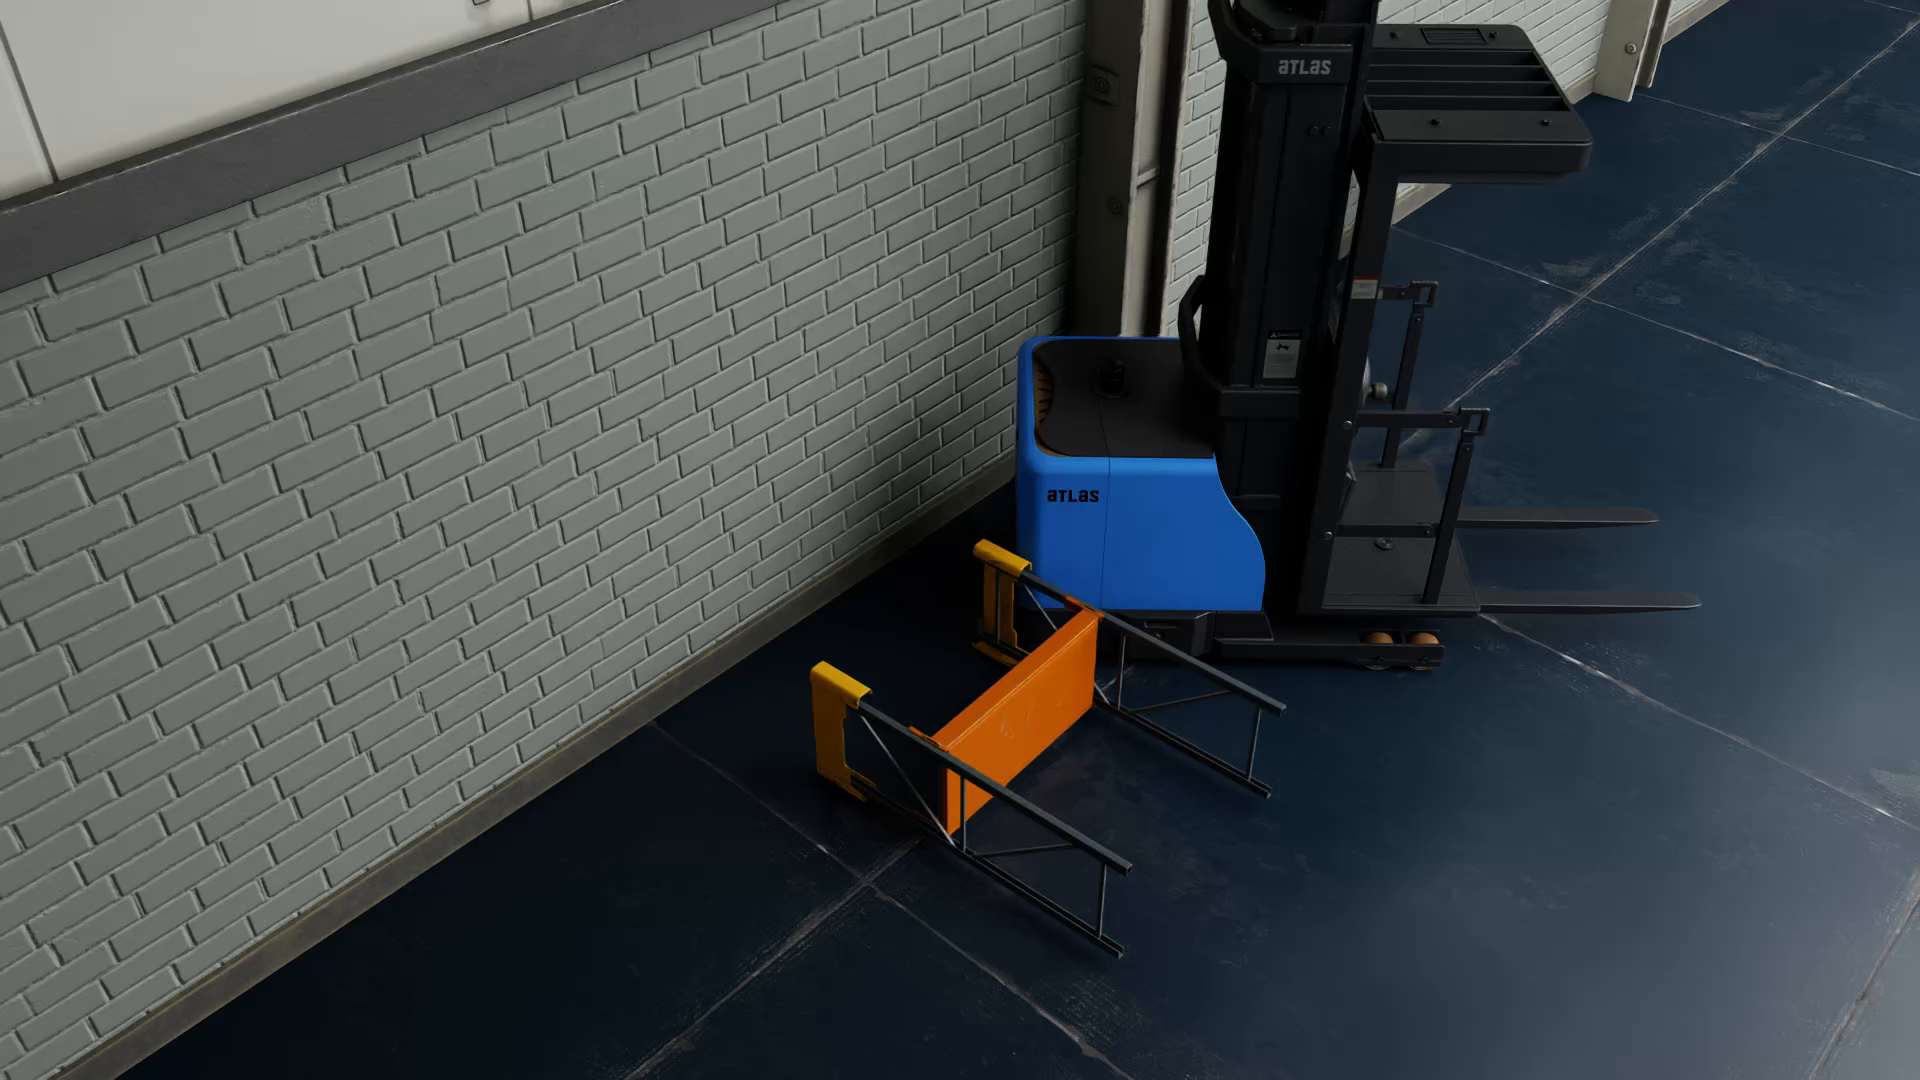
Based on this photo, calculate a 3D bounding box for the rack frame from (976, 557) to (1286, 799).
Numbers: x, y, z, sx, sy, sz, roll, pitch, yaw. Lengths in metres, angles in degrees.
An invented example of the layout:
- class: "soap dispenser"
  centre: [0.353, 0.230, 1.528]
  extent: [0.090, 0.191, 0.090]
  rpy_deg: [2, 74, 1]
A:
- class: "rack frame"
  centre: [0.659, 0.535, 6.869]
  extent: [1.500, 0.500, 0.032]
  rpy_deg: [27, 46, 30]

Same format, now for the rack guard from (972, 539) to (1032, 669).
- class: "rack guard"
  centre: [0.178, 0.286, 7.181]
  extent: [0.250, 0.587, 0.087]
  rpy_deg: [27, 46, 30]

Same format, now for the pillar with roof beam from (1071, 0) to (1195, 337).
- class: "pillar with roof beam"
  centre: [3.974, -2.276, 3.666]
  extent: [9.100, 9.000, 0.400]
  rpy_deg: [30, 47, 32]

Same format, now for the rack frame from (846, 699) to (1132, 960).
- class: "rack frame"
  centre: [0.008, 1.021, 6.257]
  extent: [1.500, 0.500, 0.032]
  rpy_deg: [27, 46, 30]

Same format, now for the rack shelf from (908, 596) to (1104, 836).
- class: "rack shelf"
  centre: [0.195, 0.706, 6.653]
  extent: [0.185, 0.538, 1.000]
  rpy_deg: [27, 46, 30]

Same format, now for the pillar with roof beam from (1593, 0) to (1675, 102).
- class: "pillar with roof beam"
  centre: [8.022, -5.033, 7.133]
  extent: [9.100, 9.000, 0.400]
  rpy_deg: [30, 47, 32]

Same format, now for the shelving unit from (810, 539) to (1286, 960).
- class: "shelving unit"
  centre: [0.339, 0.773, 6.569]
  extent: [1.500, 0.587, 1.083]
  rpy_deg: [27, 46, 30]

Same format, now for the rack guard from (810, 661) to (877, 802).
- class: "rack guard"
  centre: [-0.460, 0.762, 6.582]
  extent: [0.250, 0.587, 0.087]
  rpy_deg: [27, 46, 30]

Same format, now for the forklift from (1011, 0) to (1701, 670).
- class: "forklift"
  centre: [1.756, -0.911, 6.824]
  extent: [3.031, 2.935, 1.130]
  rpy_deg: [1, 38, 1]
